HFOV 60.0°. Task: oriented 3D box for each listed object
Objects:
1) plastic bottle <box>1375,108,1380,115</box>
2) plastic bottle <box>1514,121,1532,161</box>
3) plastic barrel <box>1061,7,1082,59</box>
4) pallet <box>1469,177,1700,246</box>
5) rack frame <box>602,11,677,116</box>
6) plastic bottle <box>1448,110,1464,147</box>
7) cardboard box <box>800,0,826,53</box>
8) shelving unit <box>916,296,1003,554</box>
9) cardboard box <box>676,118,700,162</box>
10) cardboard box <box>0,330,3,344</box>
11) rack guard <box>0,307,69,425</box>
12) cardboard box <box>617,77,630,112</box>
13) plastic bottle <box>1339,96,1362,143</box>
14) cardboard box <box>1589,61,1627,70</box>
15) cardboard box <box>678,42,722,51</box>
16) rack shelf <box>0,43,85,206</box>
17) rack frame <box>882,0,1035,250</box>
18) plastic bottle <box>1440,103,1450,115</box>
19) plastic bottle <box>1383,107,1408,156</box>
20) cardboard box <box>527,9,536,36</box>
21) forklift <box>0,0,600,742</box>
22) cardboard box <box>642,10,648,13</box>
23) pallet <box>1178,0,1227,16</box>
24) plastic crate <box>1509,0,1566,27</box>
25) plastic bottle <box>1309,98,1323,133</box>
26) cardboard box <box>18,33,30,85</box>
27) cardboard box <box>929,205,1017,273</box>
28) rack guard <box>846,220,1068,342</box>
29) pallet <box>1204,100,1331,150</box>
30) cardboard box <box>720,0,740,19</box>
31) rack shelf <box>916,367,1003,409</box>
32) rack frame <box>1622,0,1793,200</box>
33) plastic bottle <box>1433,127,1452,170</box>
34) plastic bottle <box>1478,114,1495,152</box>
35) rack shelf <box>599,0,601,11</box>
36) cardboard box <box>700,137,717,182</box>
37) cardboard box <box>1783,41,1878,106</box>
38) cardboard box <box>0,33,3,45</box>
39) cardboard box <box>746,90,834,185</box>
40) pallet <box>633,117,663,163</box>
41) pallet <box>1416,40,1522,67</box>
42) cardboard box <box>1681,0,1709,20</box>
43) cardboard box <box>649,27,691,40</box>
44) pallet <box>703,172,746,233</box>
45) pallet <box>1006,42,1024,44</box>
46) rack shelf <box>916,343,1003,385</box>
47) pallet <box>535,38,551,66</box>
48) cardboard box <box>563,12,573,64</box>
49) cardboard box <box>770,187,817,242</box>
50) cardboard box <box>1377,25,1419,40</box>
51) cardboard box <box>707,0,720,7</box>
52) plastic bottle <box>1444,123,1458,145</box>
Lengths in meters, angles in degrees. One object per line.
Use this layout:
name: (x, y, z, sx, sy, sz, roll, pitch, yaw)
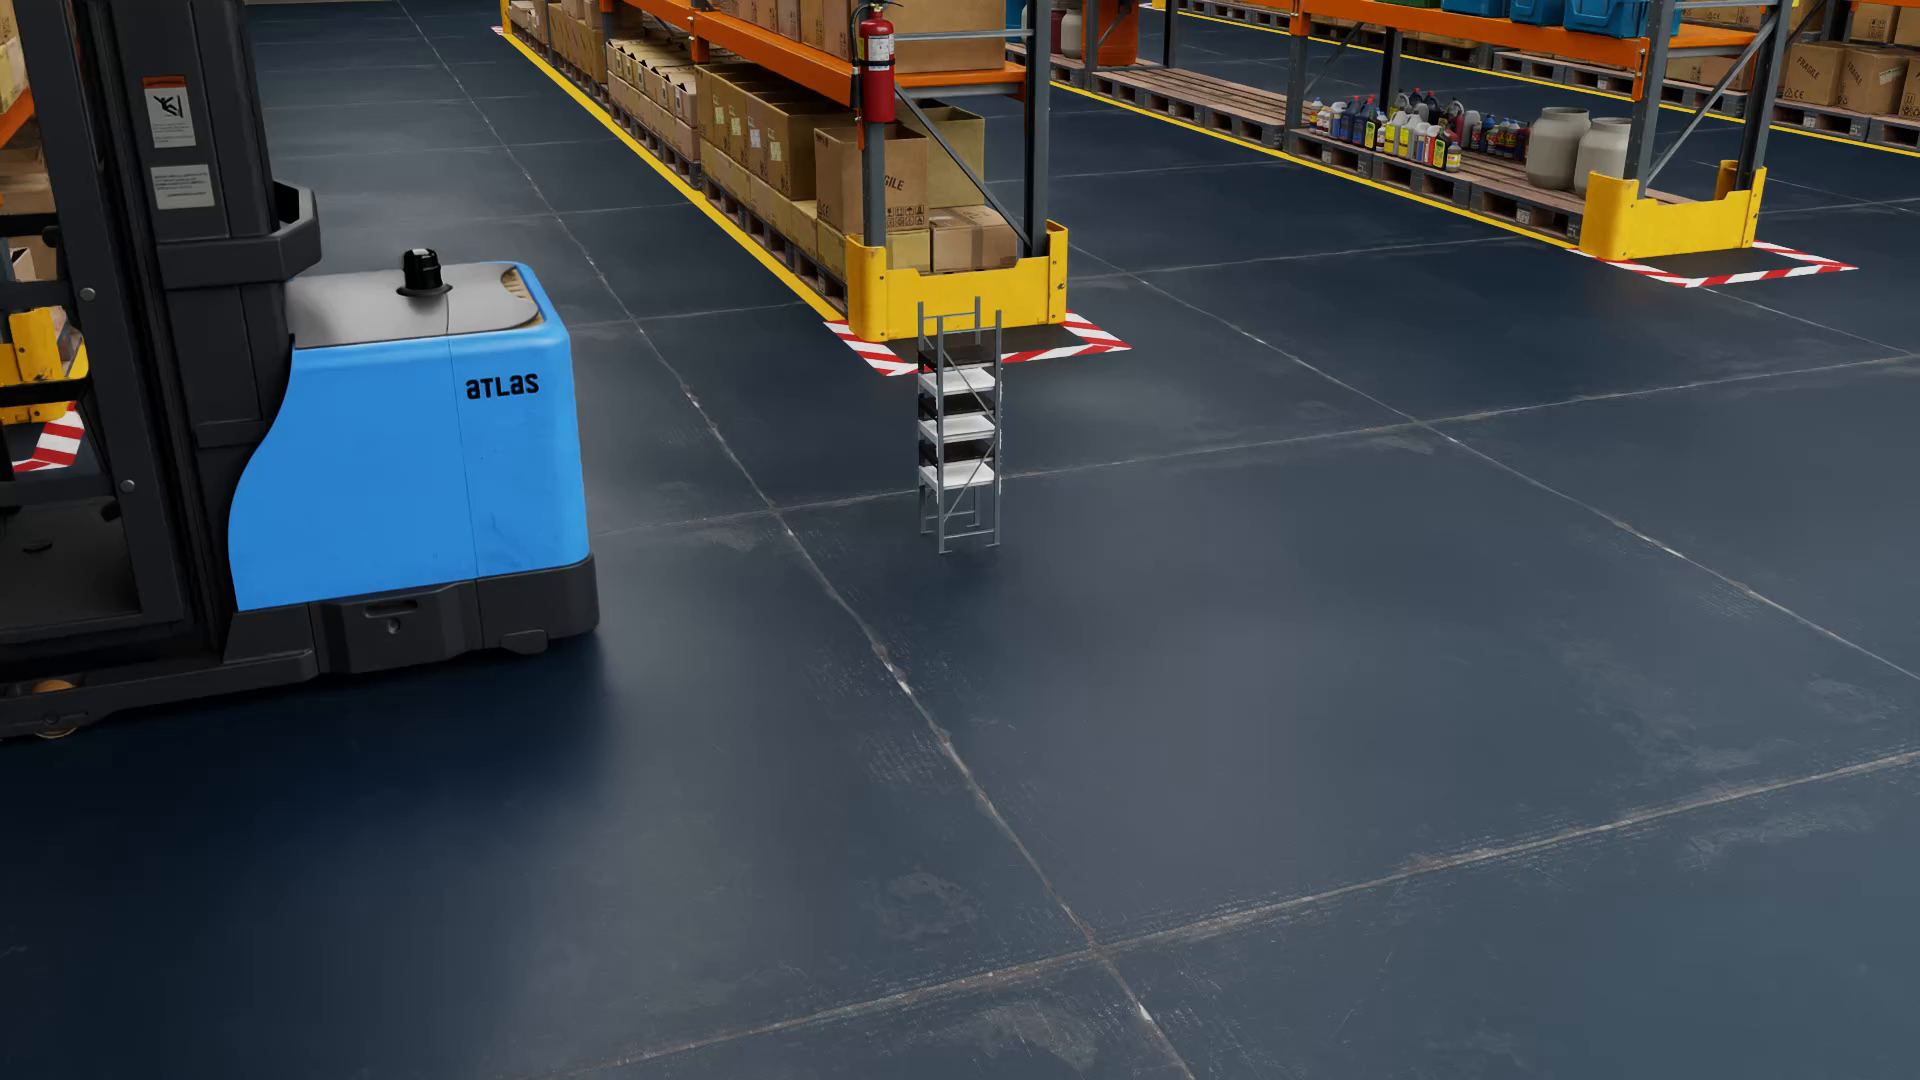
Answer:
plastic bottle: (3.264, -3.254, 13.054, 0.097, 0.271, 0.097, 0, 23, 0)
plastic bottle: (4.204, -2.979, 12.386, 0.061, 0.283, 0.133, -8, 24, -18)
plastic barrel: (1.318, -5.564, 18.250, 0.421, 0.512, 0.421, 0, 23, 0)
pallet: (4.263, -2.273, 11.372, 1.003, 0.211, 1.213, -8, 24, -19)
rack frame: (-2.845, -5.470, 15.366, 1.000, 3.000, 0.127, -8, 24, -19)
plastic bottle: (3.836, -3.190, 12.887, 0.061, 0.283, 0.133, -8, 24, -19)
cardboard box: (-0.532, -3.152, 9.737, 0.700, 0.500, 0.500, -8, 24, -19)
shelving unit: (-0.003, -0.418, 6.082, 0.258, 0.900, 0.210, -8, 24, -19)
cardboard box: (-1.850, -3.054, 12.633, 0.500, 0.250, 0.500, -9, 24, -20)
cardboard box: (-4.812, -1.109, 7.916, 0.500, 0.311, 0.500, -11, 25, -25)
rack guard: (-4.679, -0.758, 7.404, 1.175, 0.500, 0.348, -8, 24, -19)
cardboard box: (-2.757, -3.983, 14.838, 0.500, 0.250, 0.500, -9, 24, -20)
plastic bottle: (3.100, -3.327, 13.125, 0.144, 0.351, 0.185, -8, 24, -18)
cardboard box: (7.094, -5.233, 17.456, 0.700, 0.500, 0.500, -6, 24, -15)
cardboard box: (-2.240, -4.310, 14.892, 0.500, 0.311, 0.500, -9, 24, -20)
rack shelf: (-5.359, -2.277, 8.717, 1.077, 0.370, 4.000, -8, 24, -19)
rack frame: (-0.022, -2.563, 8.468, 0.949, 2.616, 0.053, -8, 24, -19)
plastic bottle: (3.864, -3.328, 13.215, 0.061, 0.283, 0.133, -7, 24, -15)
plastic bottle: (3.317, -3.104, 12.595, 0.144, 0.351, 0.185, -9, 24, -19)
cardboard box: (-4.990, -6.328, 20.296, 0.500, 0.311, 0.500, -8, 24, -19)
forklift: (-2.749, -0.975, 4.790, 3.031, 2.935, 1.130, -8, 24, -19)
cardboard box: (-3.472, -5.471, 18.021, 0.500, 0.500, 0.500, -8, 24, -18)
pallet: (3.953, -8.170, 25.362, 1.003, 0.211, 1.213, -8, 24, -19)
plastic crate: (3.935, -3.550, 11.003, 0.499, 0.251, 0.408, -8, 24, -19)
plastic bottle: (2.905, -3.464, 13.554, 0.097, 0.271, 0.097, 0, 23, 0)
cardboard box: (-4.899, -2.416, 8.287, 0.500, 0.250, 0.500, -9, 24, -20)
cardboard box: (-0.001, -1.715, 9.456, 0.500, 0.250, 0.500, -8, 24, -19)
rack guard: (-0.011, -1.402, 8.934, 1.175, 0.500, 0.348, -8, 24, -19)
pallet: (2.889, -3.690, 14.733, 1.003, 0.211, 1.213, -8, 24, -19)
cardboard box: (-1.270, -3.902, 11.517, 0.700, 0.500, 0.500, -9, 24, -20)
rack shelf: (-0.003, -0.553, 6.025, 0.258, 0.077, 0.200, -8, 24, -19)
rack frame: (4.616, -3.241, 10.078, 1.000, 3.000, 0.127, -8, 24, -19)
plastic bottle: (3.499, -2.839, 12.056, 0.061, 0.283, 0.133, -8, 24, -18)
plastic bottle: (4.039, -3.123, 12.744, 0.097, 0.271, 0.097, 0, 23, 0)
rack shelf: (-3.552, -5.865, 17.230, 1.077, 0.370, 4.000, -8, 24, -19)
cardboard box: (-1.552, -2.733, 11.871, 0.500, 0.250, 0.500, -8, 24, -19)
cardboard box: (7.940, -4.265, 15.185, 0.500, 0.500, 0.500, -9, 25, -21)
cardboard box: (-4.540, -2.382, 7.242, 0.500, 0.500, 0.500, -8, 24, -19)
cardboard box: (-1.029, -2.532, 10.430, 0.500, 0.500, 0.500, -8, 24, -19)
pallet: (-2.164, -3.438, 14.135, 1.003, 0.211, 1.213, -8, 24, -19)
pallet: (6.216, -5.840, 19.833, 1.003, 0.211, 1.213, -8, 24, -19)
cardboard box: (10.085, -7.281, 22.341, 0.500, 0.500, 0.500, -8, 24, -18)
cardboard box: (-2.739, -4.725, 16.251, 0.500, 0.500, 0.500, -7, 24, -17)
pallet: (-1.191, -2.437, 11.760, 1.003, 0.211, 1.213, -8, 24, -19)
pallet: (0.610, -6.030, 20.286, 1.003, 0.211, 1.213, -8, 24, -19)
rack shelf: (-0.003, -0.636, 5.990, 0.258, 0.077, 0.200, -8, 24, -19)
pallet: (-4.500, -5.888, 19.948, 1.003, 0.211, 1.213, -8, 24, -19)
cardboard box: (-3.947, -5.390, 17.828, 0.500, 0.500, 0.500, -8, 24, -18)
cardboard box: (-0.851, -2.005, 10.145, 0.500, 0.250, 0.500, -8, 24, -19)
cardboard box: (5.892, -6.621, 20.291, 1.225, 0.875, 0.875, -8, 24, -19)
cardboard box: (-1.647, -4.120, 12.357, 0.500, 0.250, 0.500, -7, 24, -16)
plastic bottle: (3.593, -2.910, 12.222, 0.061, 0.283, 0.133, -8, 24, -19)
